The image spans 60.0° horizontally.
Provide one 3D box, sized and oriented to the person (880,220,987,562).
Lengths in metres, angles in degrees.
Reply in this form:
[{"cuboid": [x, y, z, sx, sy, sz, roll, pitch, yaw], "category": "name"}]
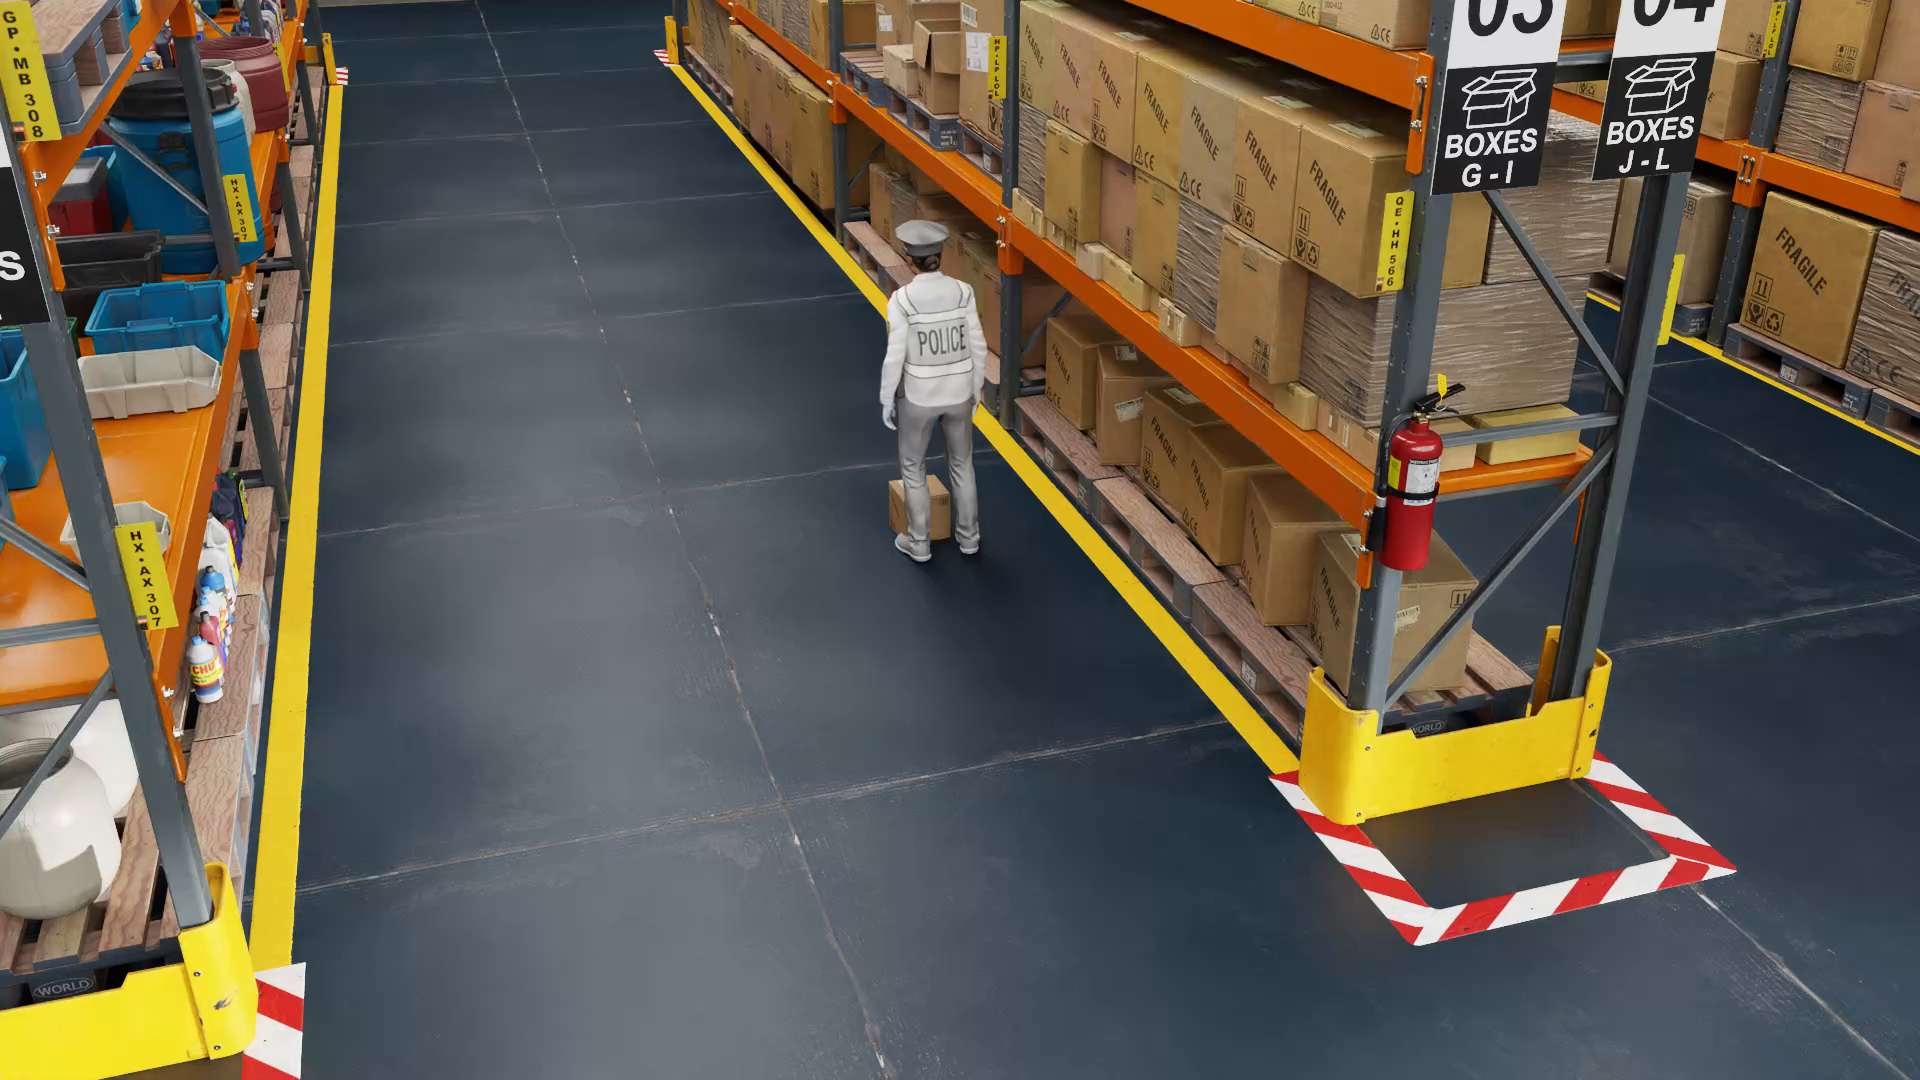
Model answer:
[{"cuboid": [-0.129, -0.685, 7.986, 0.540, 1.662, 0.374, -10, 28, -19], "category": "person"}]
